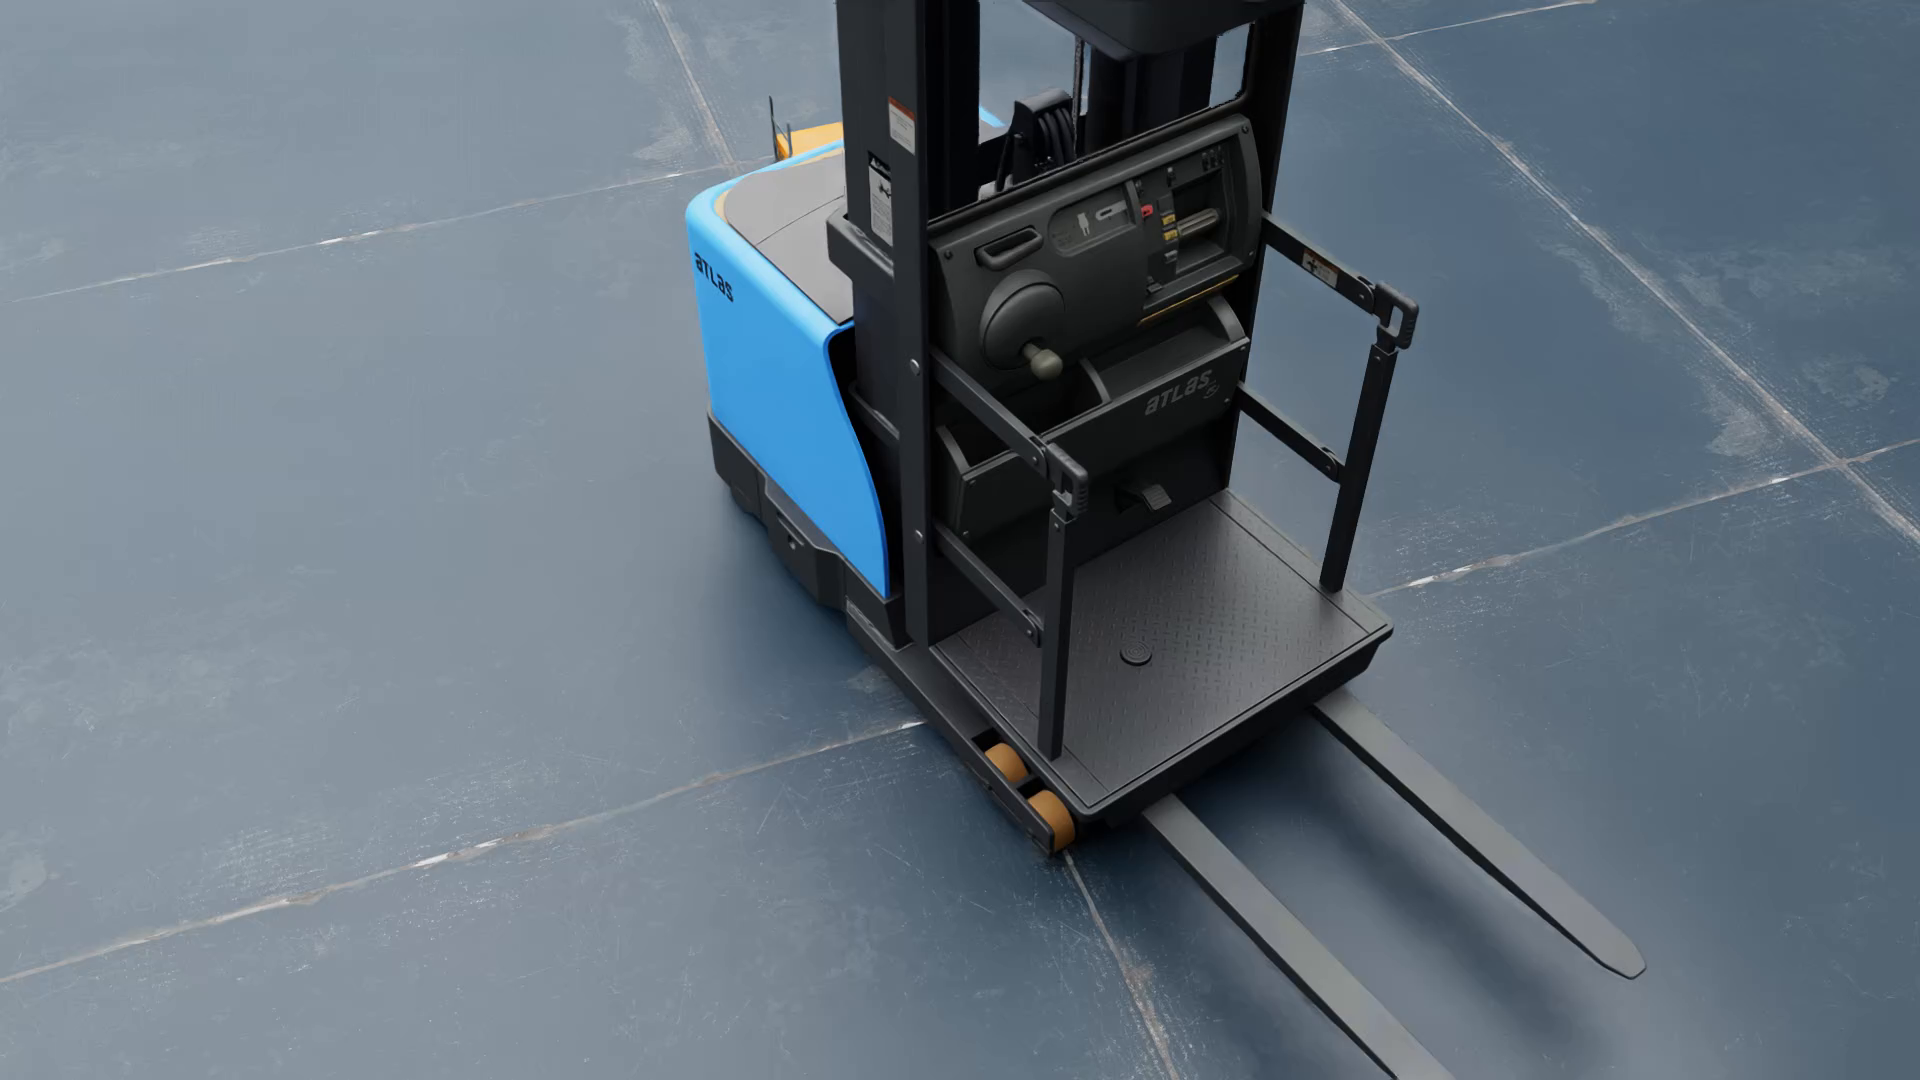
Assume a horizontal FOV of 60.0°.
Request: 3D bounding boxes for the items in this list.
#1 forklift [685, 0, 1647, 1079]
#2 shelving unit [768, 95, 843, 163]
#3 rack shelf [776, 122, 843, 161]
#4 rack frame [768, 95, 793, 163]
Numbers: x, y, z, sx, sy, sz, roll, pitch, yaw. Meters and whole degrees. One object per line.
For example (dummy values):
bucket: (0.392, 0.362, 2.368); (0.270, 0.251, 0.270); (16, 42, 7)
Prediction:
forklift: (0.471, -0.601, 3.779); (1.130, 2.935, 3.031); (-27, 51, -24)
shelving unit: (-0.429, -0.957, 5.455); (0.252, 1.050, 0.215); (-16, 44, -15)
rack shelf: (-0.434, -1.160, 5.272); (0.240, 0.259, 0.215); (-16, 44, -15)
rack frame: (-0.542, -0.925, 5.422); (0.008, 1.050, 0.200); (-16, 44, -15)
